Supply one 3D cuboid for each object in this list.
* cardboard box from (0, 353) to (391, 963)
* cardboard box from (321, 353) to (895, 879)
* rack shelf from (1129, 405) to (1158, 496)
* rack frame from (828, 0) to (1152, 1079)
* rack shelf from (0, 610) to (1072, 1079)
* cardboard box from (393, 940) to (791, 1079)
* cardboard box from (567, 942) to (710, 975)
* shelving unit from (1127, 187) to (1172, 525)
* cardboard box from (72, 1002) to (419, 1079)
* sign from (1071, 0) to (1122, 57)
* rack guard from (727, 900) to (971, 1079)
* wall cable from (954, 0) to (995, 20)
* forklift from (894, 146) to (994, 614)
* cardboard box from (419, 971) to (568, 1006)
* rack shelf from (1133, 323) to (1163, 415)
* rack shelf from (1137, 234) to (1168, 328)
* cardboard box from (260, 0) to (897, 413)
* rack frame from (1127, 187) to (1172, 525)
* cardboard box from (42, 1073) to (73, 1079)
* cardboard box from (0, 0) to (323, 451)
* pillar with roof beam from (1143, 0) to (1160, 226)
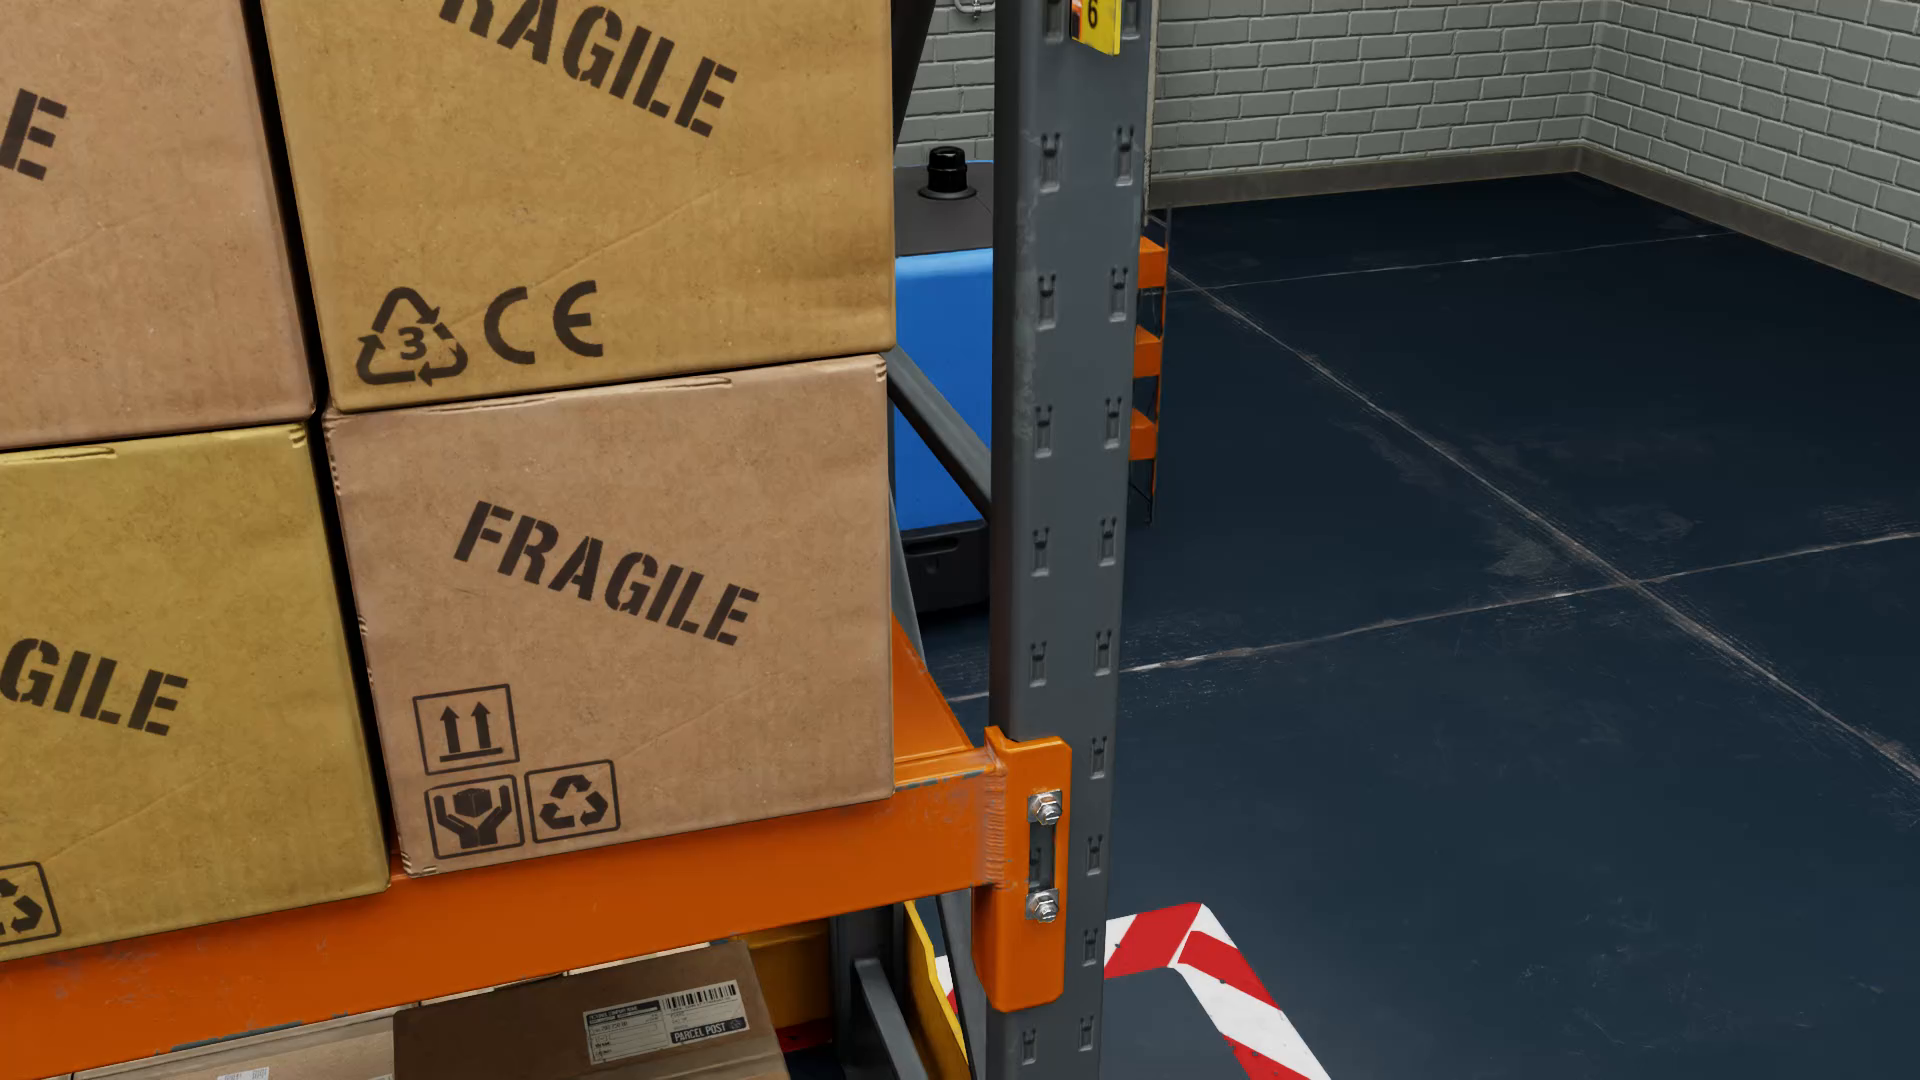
[{"bbox_3d":[-0.869,0.051,1.661,0.500,0.500,0.500,-8,28,-16],"label":"cardboard box"},{"bbox_3d":[-0.377,-0.022,1.808,0.500,0.500,0.500,-7,27,-15],"label":"cardboard box"},{"bbox_3d":[0.471,-0.283,5.289,0.240,0.259,0.215,-9,28,-17],"label":"rack shelf"},{"bbox_3d":[-0.036,-0.154,2.186,0.127,3.000,1.000,-8,28,-16],"label":"rack frame"},{"bbox_3d":[-1.937,0.444,1.791,4.000,0.370,1.077,-8,28,-16],"label":"rack shelf"},{"bbox_3d":[-0.476,0.948,2.284,0.500,0.500,0.500,-8,28,-16],"label":"cardboard box"},{"bbox_3d":[-0.540,0.839,2.899,0.250,0.149,0.380,-8,28,-16],"label":"cardboard box"},{"bbox_3d":[0.471,-0.542,5.161,0.252,1.050,0.215,-9,28,-17],"label":"shelving unit"},{"bbox_3d":[-1.116,0.905,2.652,0.500,0.250,0.500,-8,28,-16],"label":"cardboard box"},{"bbox_3d":[0.117,-0.576,1.380,0.005,0.325,0.100,-8,28,-16],"label":"sign"},{"bbox_3d":[-0.108,0.976,2.721,0.348,0.500,1.175,-8,28,-16],"label":"rack guard"},{"bbox_3d":[-0.648,-3.279,7.339,1.851,1.984,0.084,-8,28,-16],"label":"wall cable"},{"bbox_3d":[-1.092,-1.156,4.283,3.031,2.935,1.130,-9,28,-17],"label":"forklift"},{"bbox_3d":[-0.778,0.865,2.826,0.250,0.166,0.380,-8,28,-16],"label":"cardboard box"},{"bbox_3d":[0.471,-0.532,5.166,0.240,0.259,0.215,-9,28,-17],"label":"rack shelf"},{"bbox_3d":[0.471,-0.787,5.039,0.240,0.259,0.215,-9,28,-17],"label":"rack shelf"},{"bbox_3d":[-0.374,-0.469,1.584,0.500,0.500,0.500,-8,28,-17],"label":"cardboard box"},{"bbox_3d":[0.586,-0.560,5.196,0.008,1.050,0.200,-9,28,-17],"label":"rack frame"},{"bbox_3d":[-1.591,0.973,2.513,0.500,0.250,0.500,-8,28,-16],"label":"cardboard box"},{"bbox_3d":[-0.854,-0.399,1.443,0.500,0.500,0.500,-7,27,-15],"label":"cardboard box"},{"bbox_3d":[2.059,-3.852,2.889,0.400,9.000,9.100,-8,28,-16],"label":"pillar with roof beam"}]
